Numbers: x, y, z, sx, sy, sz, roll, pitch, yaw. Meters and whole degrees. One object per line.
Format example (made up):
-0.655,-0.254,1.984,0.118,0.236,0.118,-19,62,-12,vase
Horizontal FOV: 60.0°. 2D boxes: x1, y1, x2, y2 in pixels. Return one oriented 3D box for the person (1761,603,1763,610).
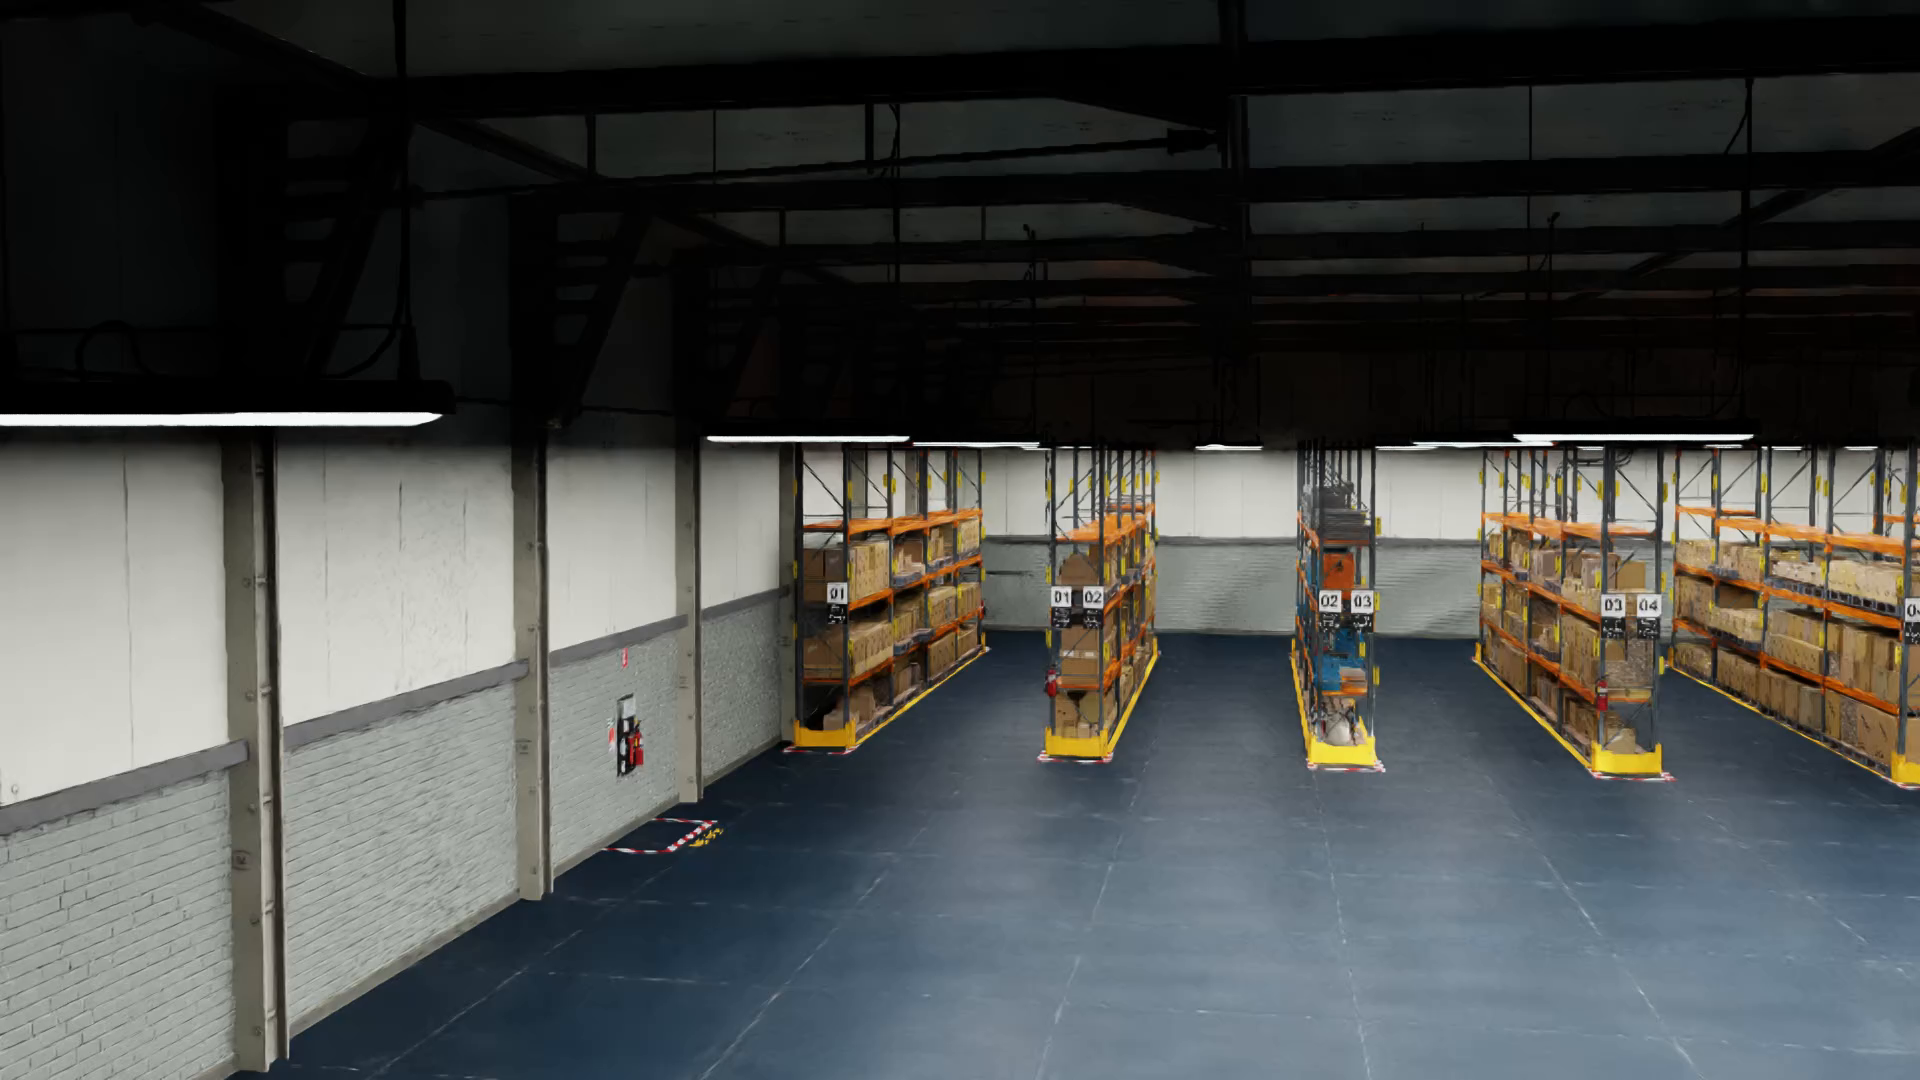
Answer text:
21.791,2.520,44.970,0.509,1.664,0.668,-1,3,-17,person
